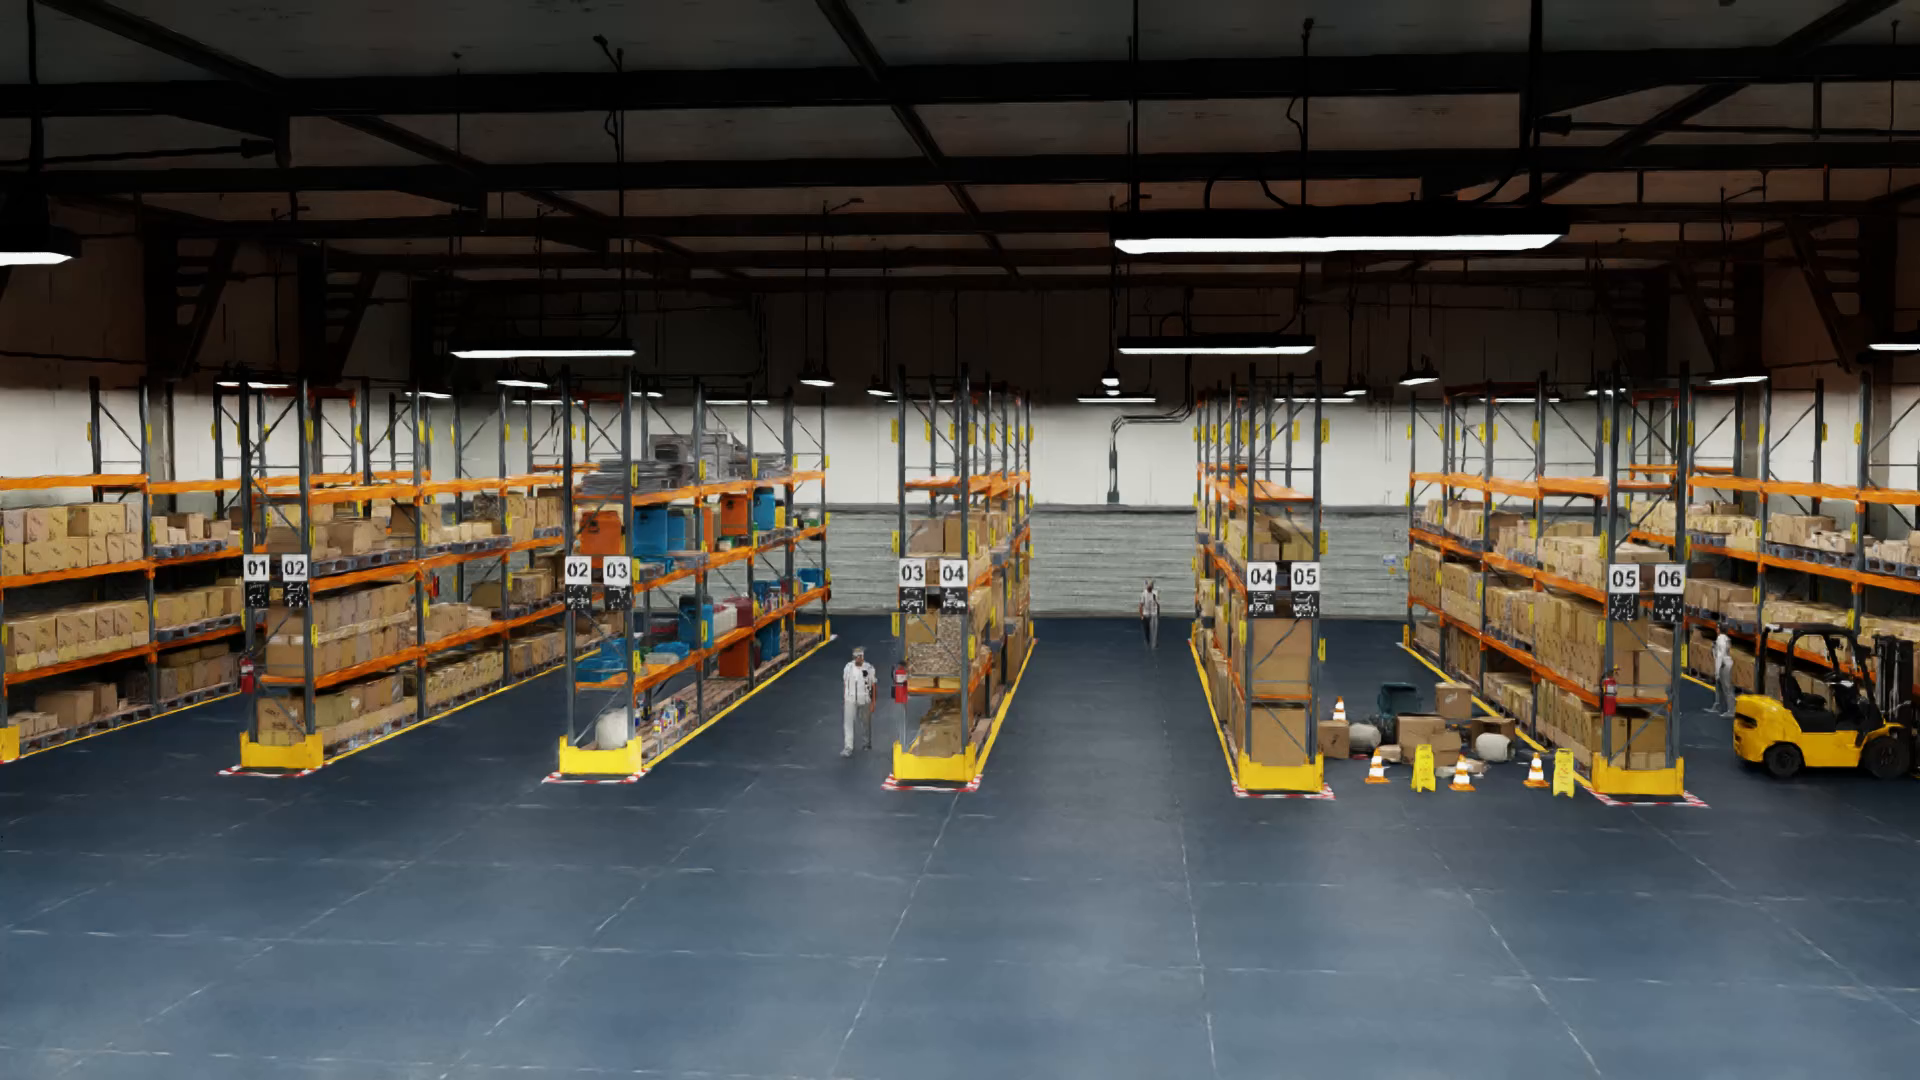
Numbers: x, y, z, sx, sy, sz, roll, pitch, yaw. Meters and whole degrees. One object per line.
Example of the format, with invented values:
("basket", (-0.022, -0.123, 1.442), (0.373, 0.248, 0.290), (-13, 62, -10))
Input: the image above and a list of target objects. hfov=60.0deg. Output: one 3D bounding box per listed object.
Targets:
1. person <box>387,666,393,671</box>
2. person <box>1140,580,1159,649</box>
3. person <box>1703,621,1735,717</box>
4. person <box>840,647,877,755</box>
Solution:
("person", (-11.170, 2.054, 32.312), (0.581, 1.718, 0.632), (2, 4, 29))
("person", (4.411, 1.708, 38.700), (0.456, 1.589, 1.088), (1, 4, 8))
("person", (13.483, 2.264, 29.476), (0.555, 1.664, 0.585), (2, 4, 30))
("person", (-1.567, 2.478, 25.928), (0.541, 1.672, 1.116), (0, 4, 4))
